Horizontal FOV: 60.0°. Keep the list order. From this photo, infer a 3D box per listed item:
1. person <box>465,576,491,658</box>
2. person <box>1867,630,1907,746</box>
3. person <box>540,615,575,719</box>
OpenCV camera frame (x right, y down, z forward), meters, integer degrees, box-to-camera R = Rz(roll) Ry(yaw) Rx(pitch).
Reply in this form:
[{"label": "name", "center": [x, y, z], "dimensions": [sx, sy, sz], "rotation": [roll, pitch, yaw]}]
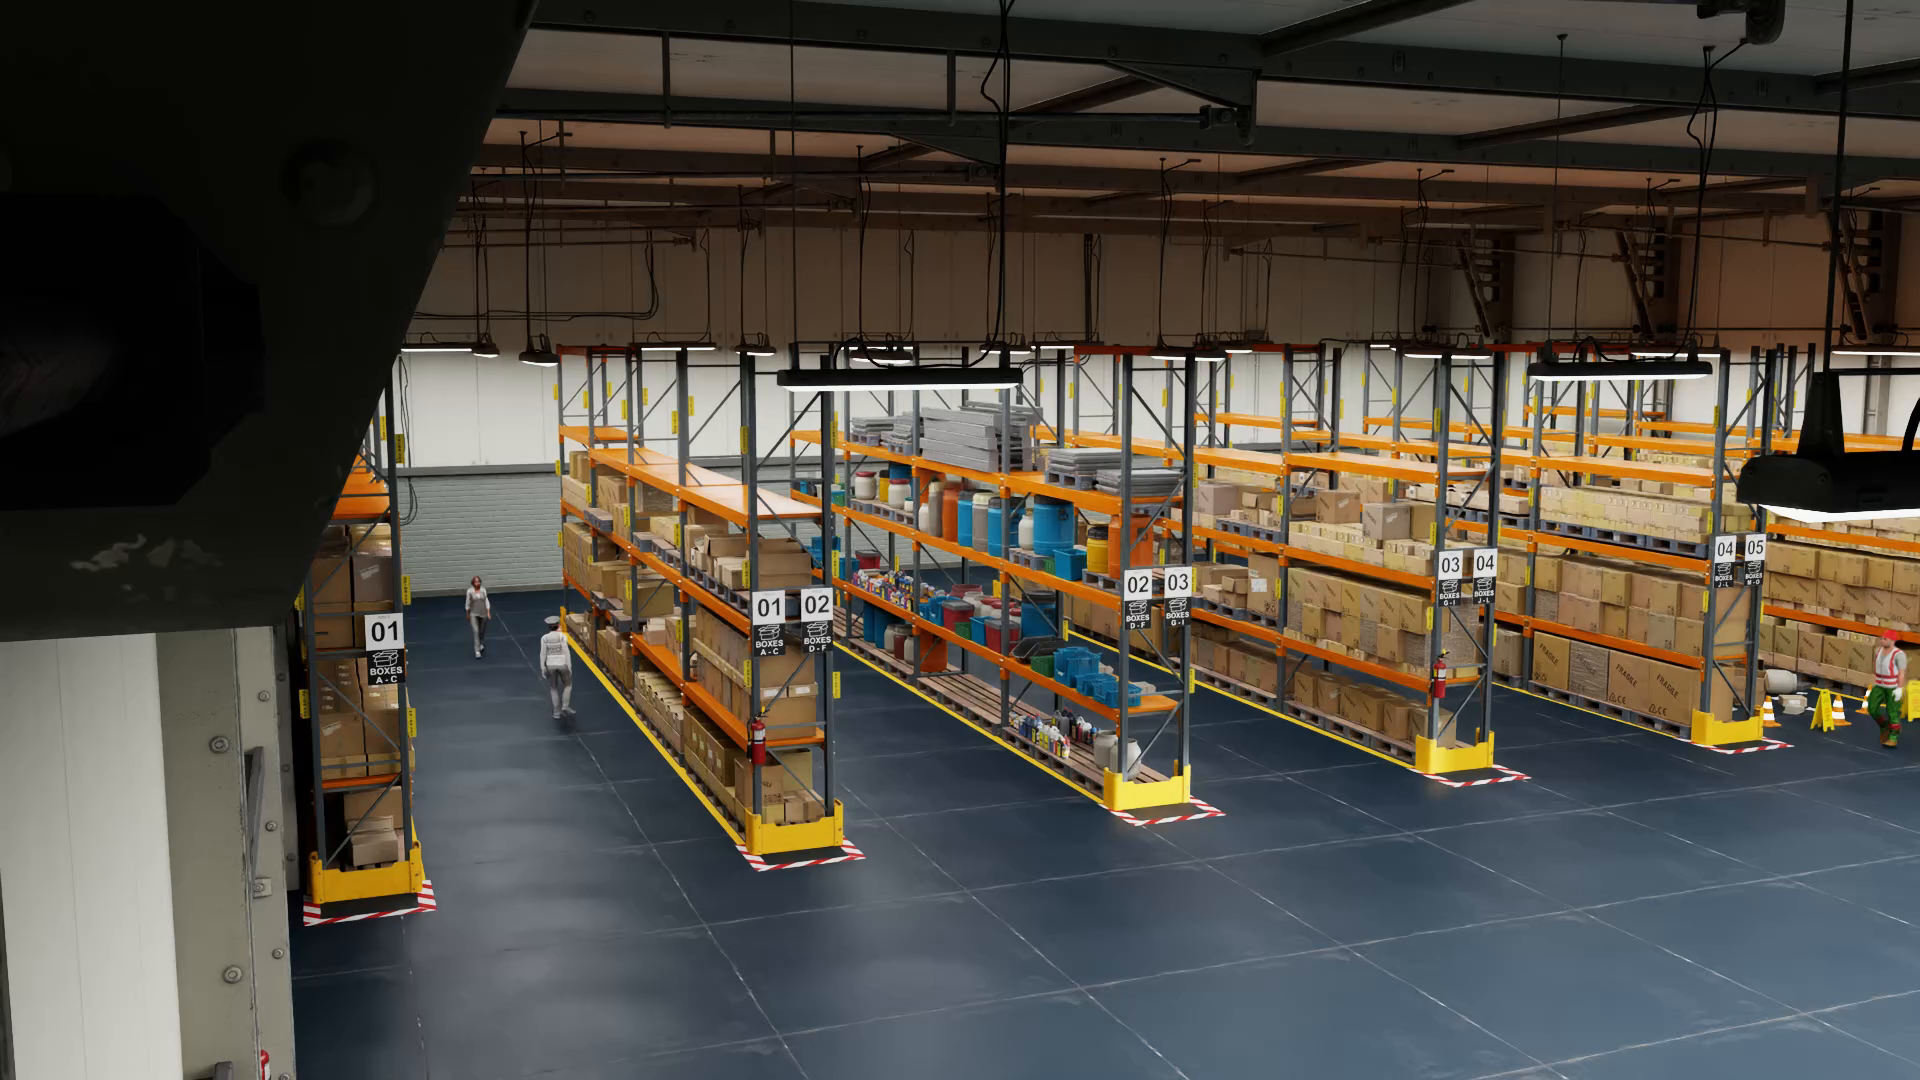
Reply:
[{"label": "person", "center": [-9.341, 1.455, 32.221], "dimensions": [0.444, 1.540, 0.972], "rotation": [-3, 8, -23]}, {"label": "person", "center": [14.076, 2.234, 25.232], "dimensions": [0.436, 1.775, 0.585], "rotation": [-4, 8, -27]}, {"label": "person", "center": [-6.543, 2.076, 26.985], "dimensions": [0.535, 1.669, 0.514], "rotation": [-1, 7, -9]}]
